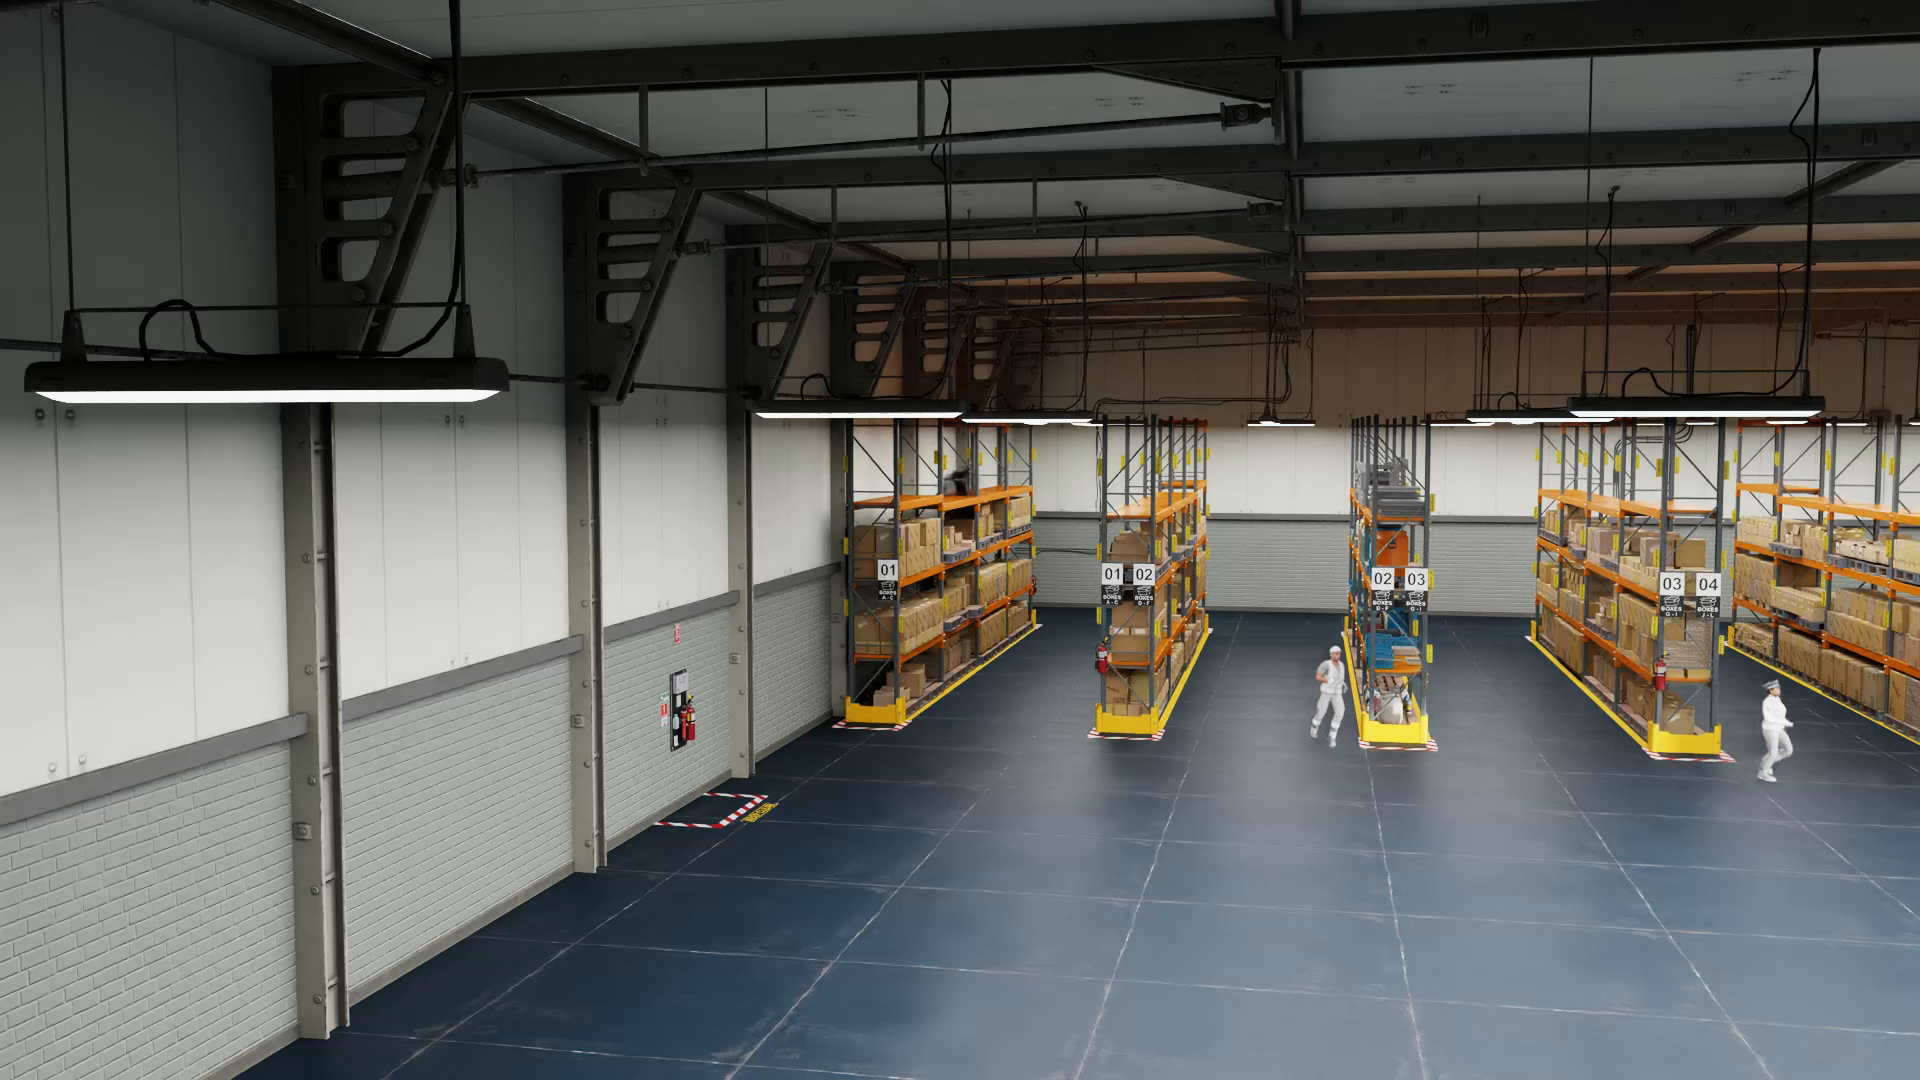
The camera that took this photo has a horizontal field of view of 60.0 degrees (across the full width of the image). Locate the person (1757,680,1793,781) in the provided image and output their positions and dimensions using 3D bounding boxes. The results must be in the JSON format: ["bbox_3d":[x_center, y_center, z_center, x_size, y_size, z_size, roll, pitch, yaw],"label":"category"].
[{"bbox_3d":[13.269,3.094,27.012,0.599,1.654,0.558,-3,5,-40],"label":"person"}]

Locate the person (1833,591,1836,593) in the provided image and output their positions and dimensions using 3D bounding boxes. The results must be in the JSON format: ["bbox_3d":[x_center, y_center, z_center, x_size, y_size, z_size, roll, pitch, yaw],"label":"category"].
[{"bbox_3d":[21.997,2.111,41.848,0.609,1.664,0.891,0,4,4],"label":"person"}]

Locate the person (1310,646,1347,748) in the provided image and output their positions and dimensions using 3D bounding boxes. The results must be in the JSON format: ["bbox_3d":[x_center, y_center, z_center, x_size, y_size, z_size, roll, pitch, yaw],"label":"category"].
[{"bbox_3d":[6.752,2.825,30.278,0.701,1.819,0.791,-1,4,-17],"label":"person"}]
